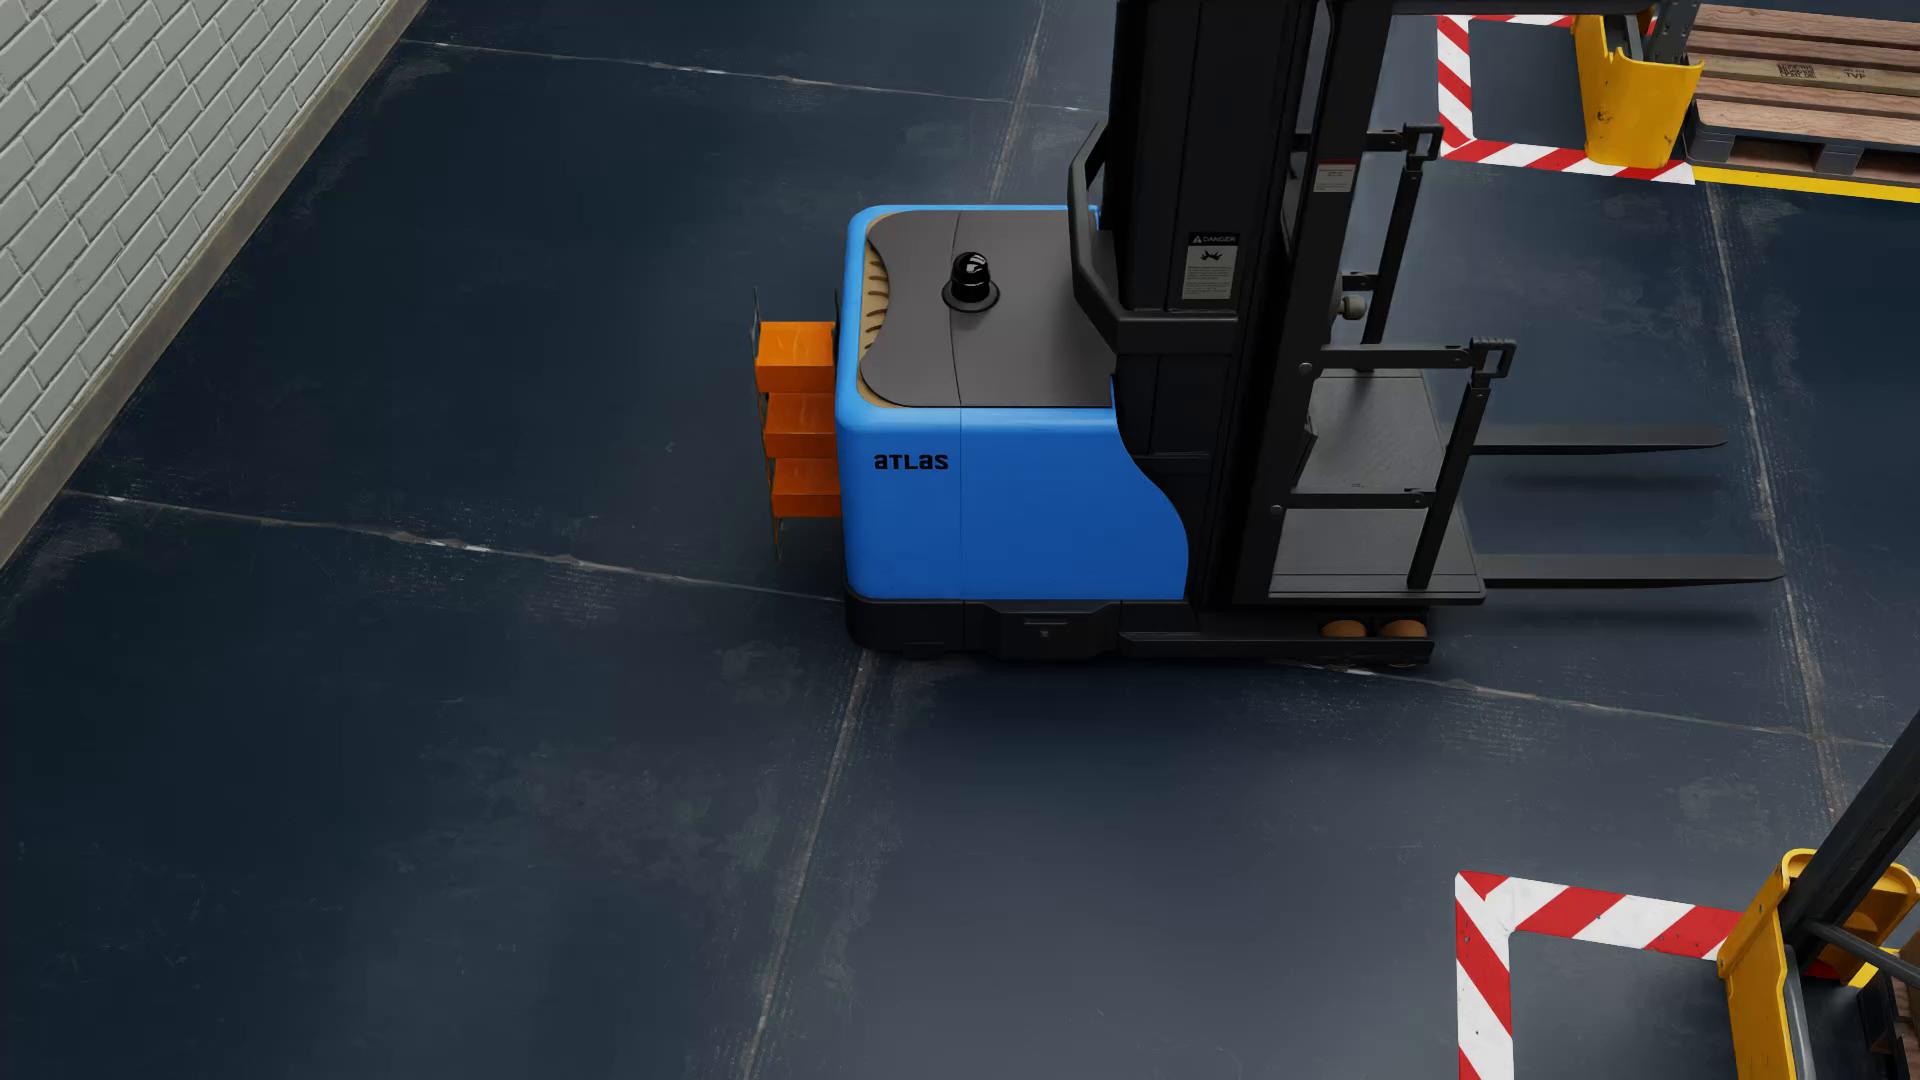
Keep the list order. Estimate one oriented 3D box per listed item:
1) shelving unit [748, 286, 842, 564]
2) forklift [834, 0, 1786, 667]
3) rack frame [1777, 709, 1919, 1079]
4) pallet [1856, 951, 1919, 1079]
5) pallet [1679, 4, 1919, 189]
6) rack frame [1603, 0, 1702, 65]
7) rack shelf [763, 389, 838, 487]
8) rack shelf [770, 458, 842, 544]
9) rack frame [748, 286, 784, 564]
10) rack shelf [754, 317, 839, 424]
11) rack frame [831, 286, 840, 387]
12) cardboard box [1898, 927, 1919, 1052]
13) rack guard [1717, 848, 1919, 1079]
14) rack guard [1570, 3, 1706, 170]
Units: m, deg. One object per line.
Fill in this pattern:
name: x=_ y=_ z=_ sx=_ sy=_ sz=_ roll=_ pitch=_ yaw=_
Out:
shelving unit: x=-0.498 y=-0.342 z=5.351 sx=0.252 sy=1.050 sz=0.215 roll=0 pitch=48 yaw=0
forklift: x=1.147 y=-0.966 z=4.648 sx=3.031 sy=2.935 sz=1.130 roll=0 pitch=48 yaw=0
rack frame: x=2.136 y=0.572 z=3.219 sx=0.127 sy=3.000 sz=1.000 roll=8 pitch=49 yaw=7
pallet: x=2.996 y=1.619 z=4.154 sx=1.213 sy=0.211 sz=1.003 roll=8 pitch=49 yaw=7
pallet: x=3.825 y=-1.984 z=7.390 sx=1.213 sy=0.211 sz=1.003 roll=8 pitch=49 yaw=7
rack frame: x=3.021 y=-3.053 z=6.477 sx=0.127 sy=3.000 sz=1.000 roll=8 pitch=49 yaw=7
rack shelf: x=-0.498 y=-0.335 z=5.359 sx=0.240 sy=0.259 sz=0.215 roll=0 pitch=48 yaw=0
rack shelf: x=-0.498 y=-0.149 z=5.566 sx=0.240 sy=0.259 sz=0.215 roll=0 pitch=48 yaw=0
rack frame: x=-0.620 y=-0.342 z=5.351 sx=0.008 sy=1.050 sz=0.200 roll=0 pitch=48 yaw=0
rack shelf: x=-0.498 y=-0.524 z=5.148 sx=0.240 sy=0.259 sz=0.215 roll=0 pitch=48 yaw=0
rack frame: x=-0.376 y=-0.342 z=5.351 sx=0.008 sy=1.050 sz=0.200 roll=0 pitch=48 yaw=0
cardboard box: x=2.715 y=1.152 z=4.083 sx=0.500 sy=0.500 sz=0.500 roll=8 pitch=49 yaw=7
rack guard: x=2.211 y=1.418 z=4.140 sx=0.348 sy=0.500 sz=1.175 roll=8 pitch=49 yaw=7
rack guard: x=2.995 y=-2.211 z=7.401 sx=0.348 sy=0.500 sz=1.175 roll=8 pitch=49 yaw=7
